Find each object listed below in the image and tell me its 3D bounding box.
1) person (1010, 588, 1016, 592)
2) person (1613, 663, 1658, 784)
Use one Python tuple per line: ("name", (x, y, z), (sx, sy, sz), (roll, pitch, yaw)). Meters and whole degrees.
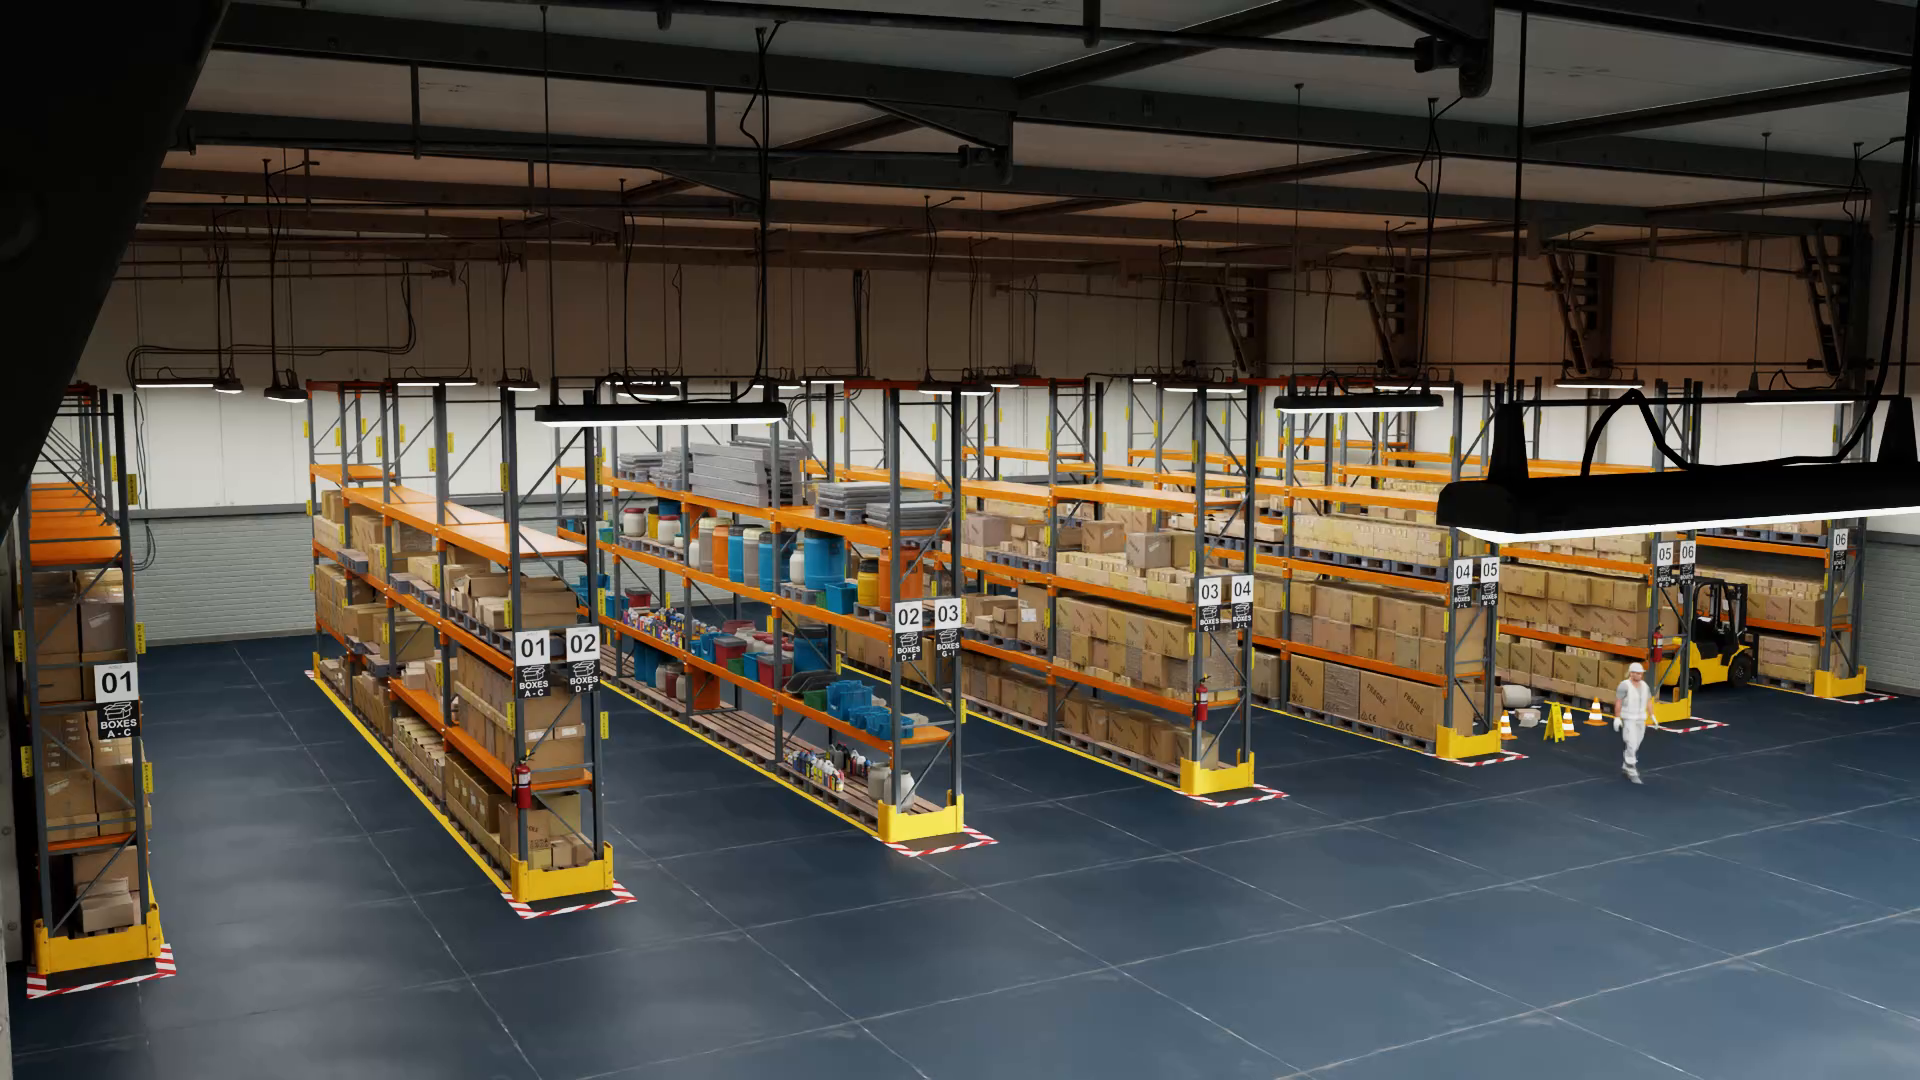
("person", (1.501, 0.584, 46.114), (0.492, 1.662, 0.711), (3, 7, 23))
("person", (10.268, 2.769, 25.289), (0.623, 1.825, 0.596), (-2, 6, -14))
